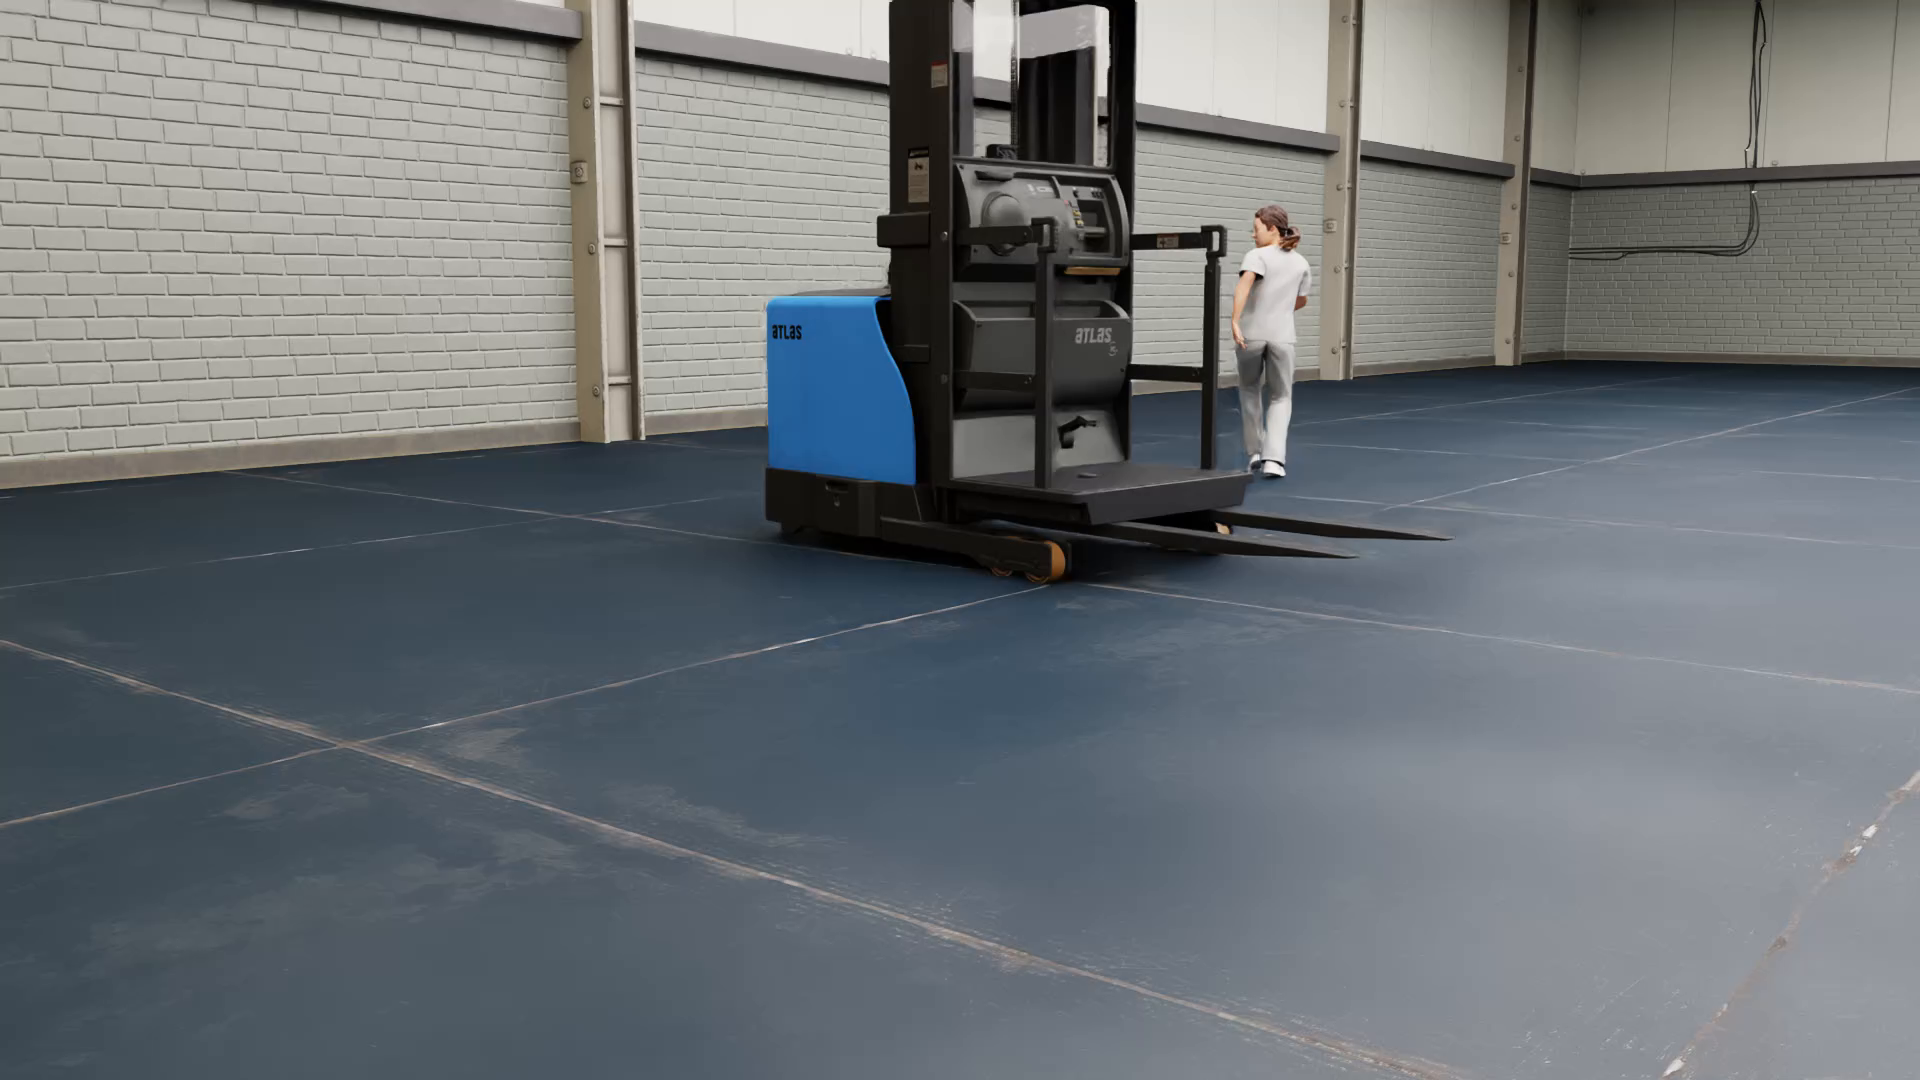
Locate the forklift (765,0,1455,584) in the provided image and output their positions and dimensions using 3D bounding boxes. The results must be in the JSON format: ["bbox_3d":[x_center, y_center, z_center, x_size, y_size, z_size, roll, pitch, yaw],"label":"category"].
[{"bbox_3d":[0.492,-1.367,6.624,1.130,2.935,3.031,-8,11,-42],"label":"forklift"}]

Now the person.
[{"bbox_3d":[1.850,-1.164,9.987,0.503,1.669,0.784,1,8,4],"label":"person"}]
